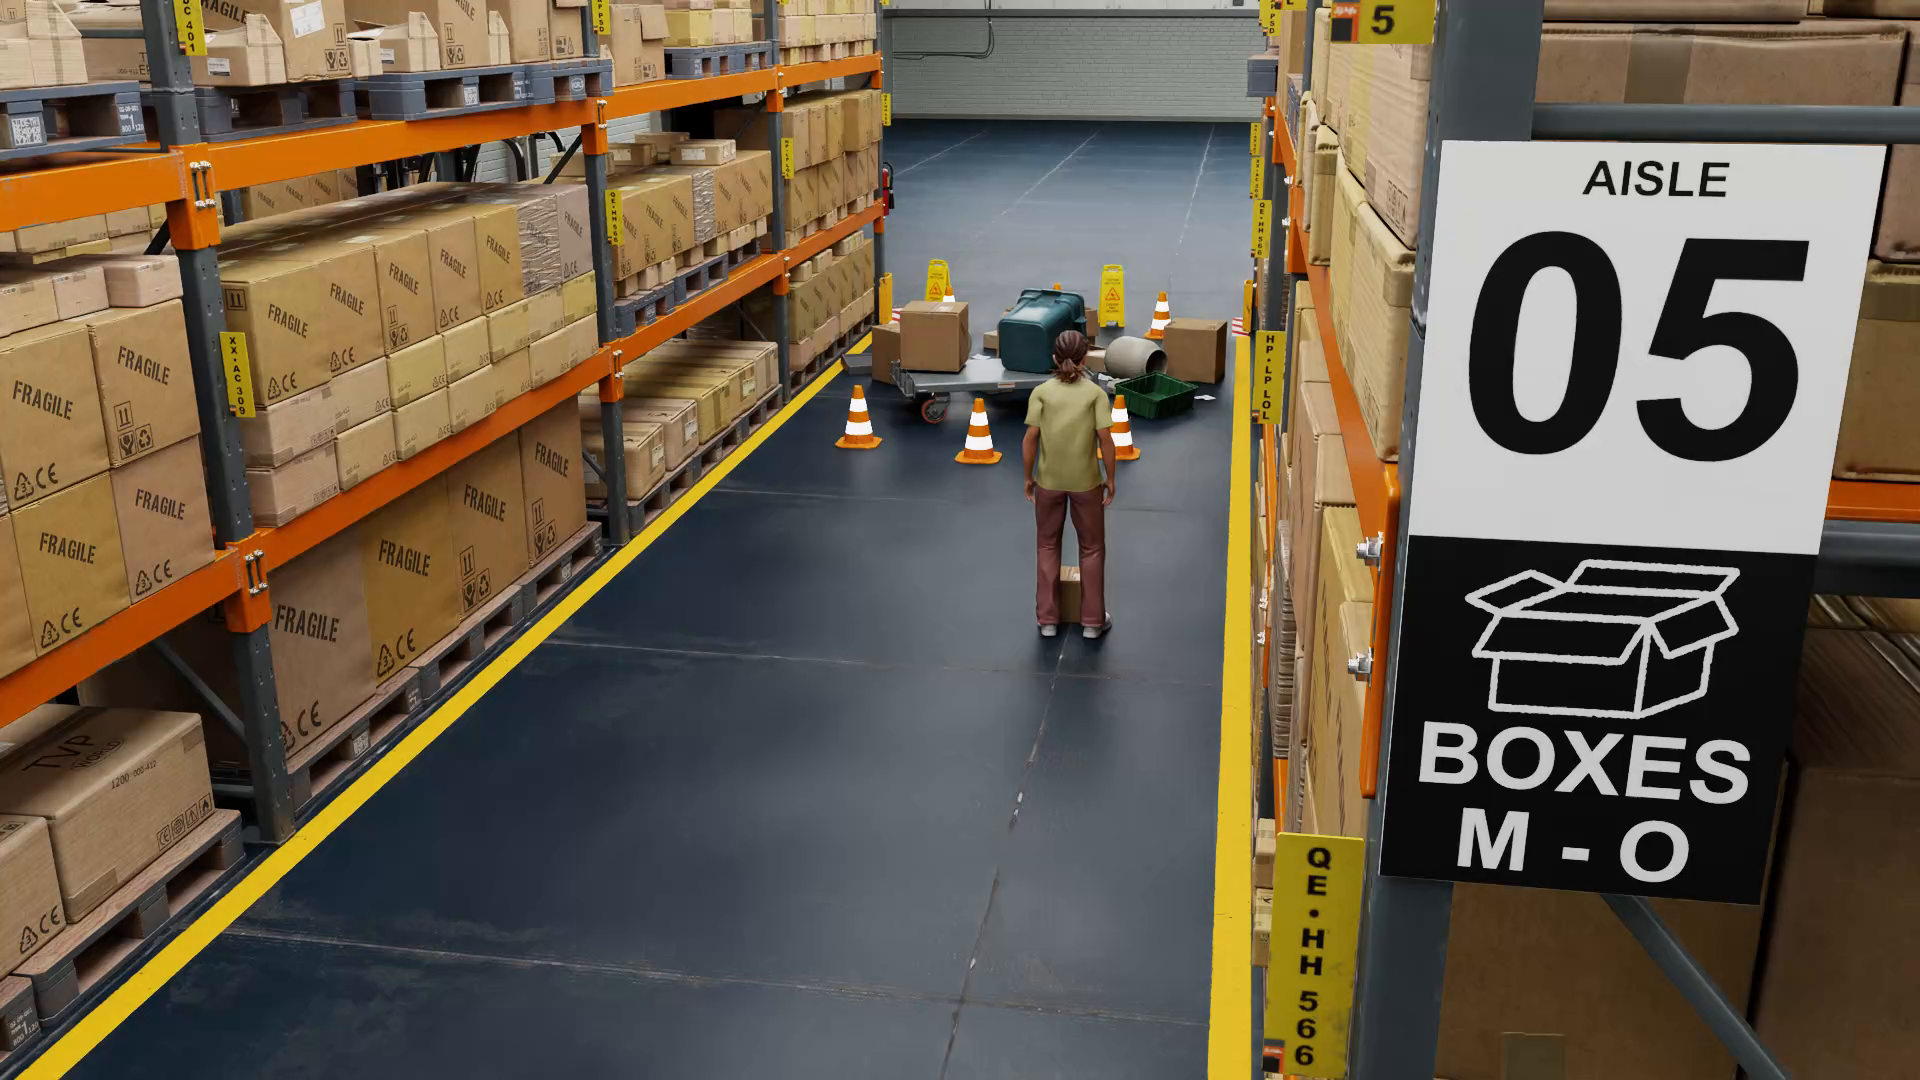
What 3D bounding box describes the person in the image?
[{"bbox_3d":[0.589,-0.182,9.000,0.499,1.436,0.357,3,18,9],"label":"person"}]
